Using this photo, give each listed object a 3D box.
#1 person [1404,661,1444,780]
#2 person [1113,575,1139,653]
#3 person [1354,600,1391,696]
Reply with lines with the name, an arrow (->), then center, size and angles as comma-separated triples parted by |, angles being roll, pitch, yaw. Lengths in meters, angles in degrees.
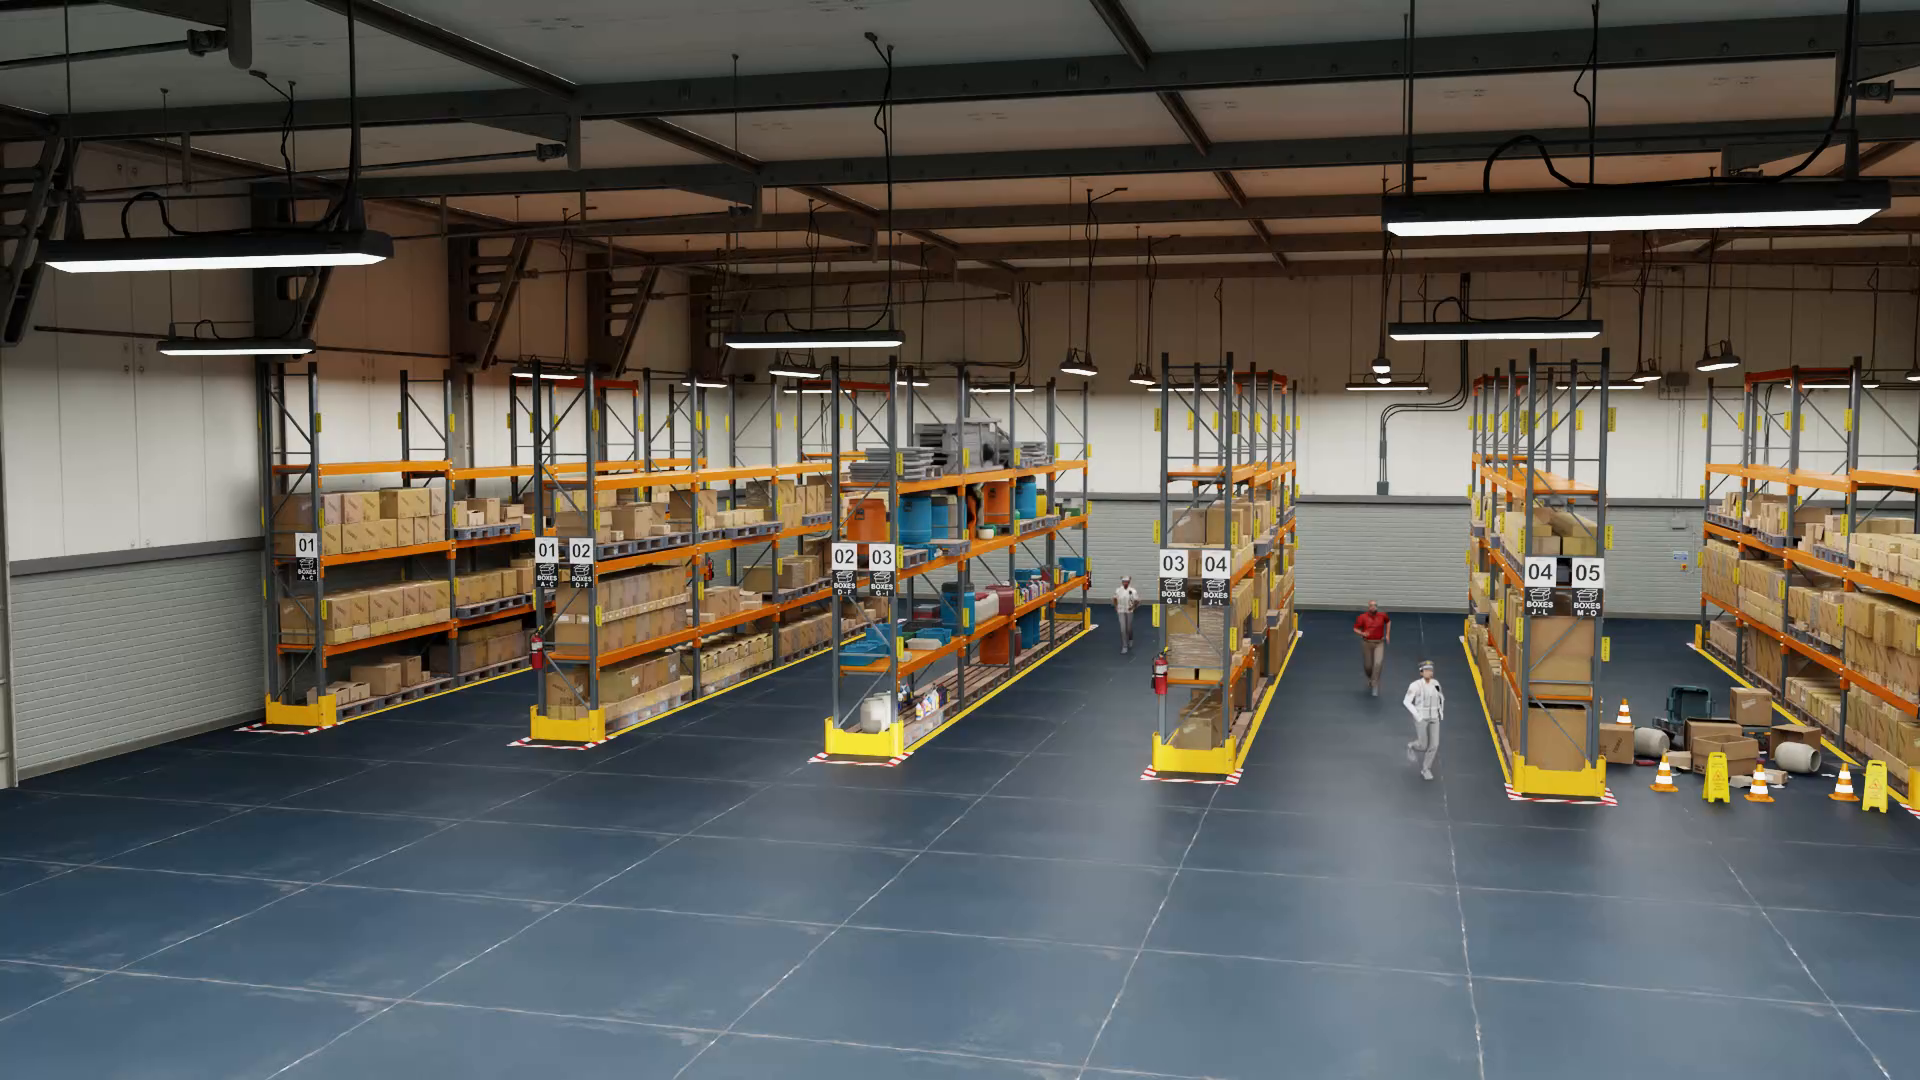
person -> 6.604, 2.531, 23.623 | 0.627, 1.678, 0.643 | -1, 4, -11
person -> 3.627, 1.603, 36.455 | 0.585, 1.695, 0.688 | 1, 4, 10
person -> 7.660, 1.995, 30.895 | 0.693, 1.783, 0.938 | 0, 4, 7
